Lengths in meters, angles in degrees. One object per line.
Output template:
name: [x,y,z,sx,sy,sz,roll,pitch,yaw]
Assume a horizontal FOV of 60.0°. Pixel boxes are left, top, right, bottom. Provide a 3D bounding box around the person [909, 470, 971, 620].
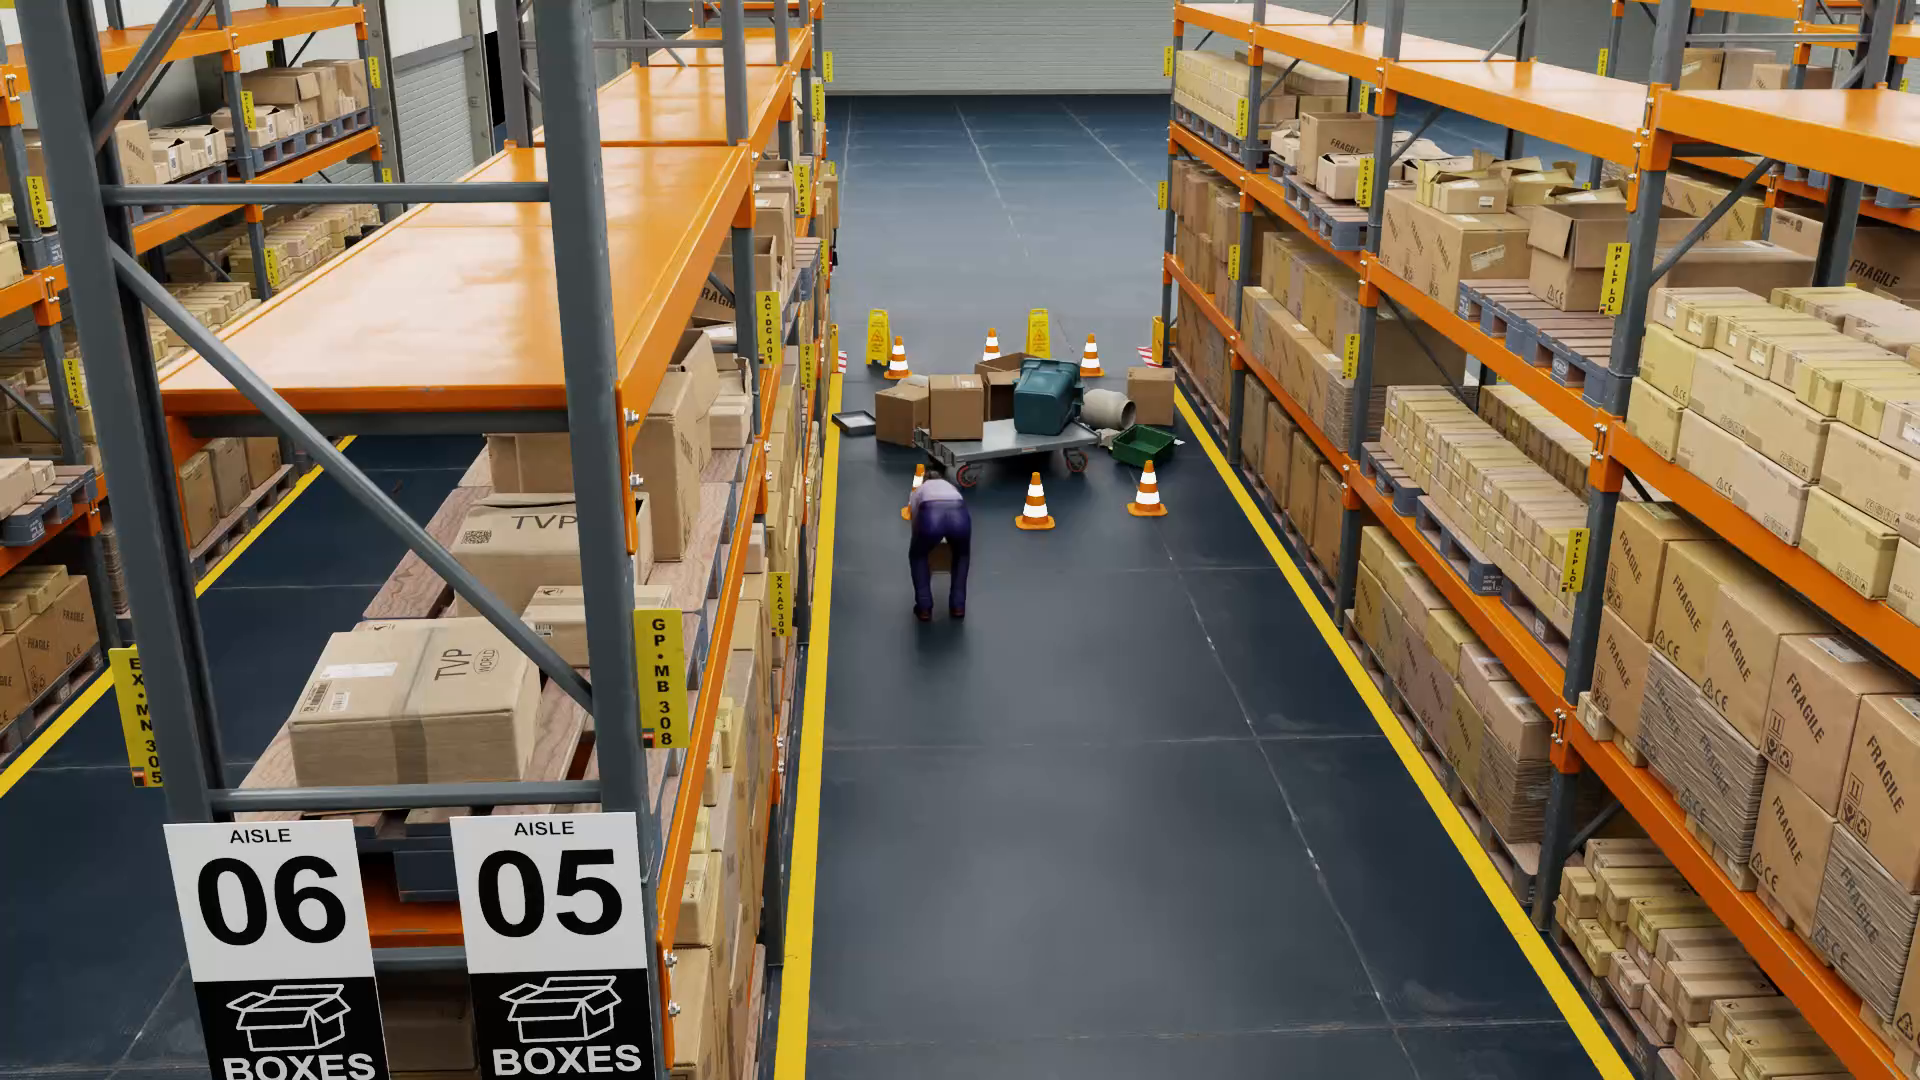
person: [-0.168,0.036,12.748,0.476,1.003,0.909,-3,21,-7]
